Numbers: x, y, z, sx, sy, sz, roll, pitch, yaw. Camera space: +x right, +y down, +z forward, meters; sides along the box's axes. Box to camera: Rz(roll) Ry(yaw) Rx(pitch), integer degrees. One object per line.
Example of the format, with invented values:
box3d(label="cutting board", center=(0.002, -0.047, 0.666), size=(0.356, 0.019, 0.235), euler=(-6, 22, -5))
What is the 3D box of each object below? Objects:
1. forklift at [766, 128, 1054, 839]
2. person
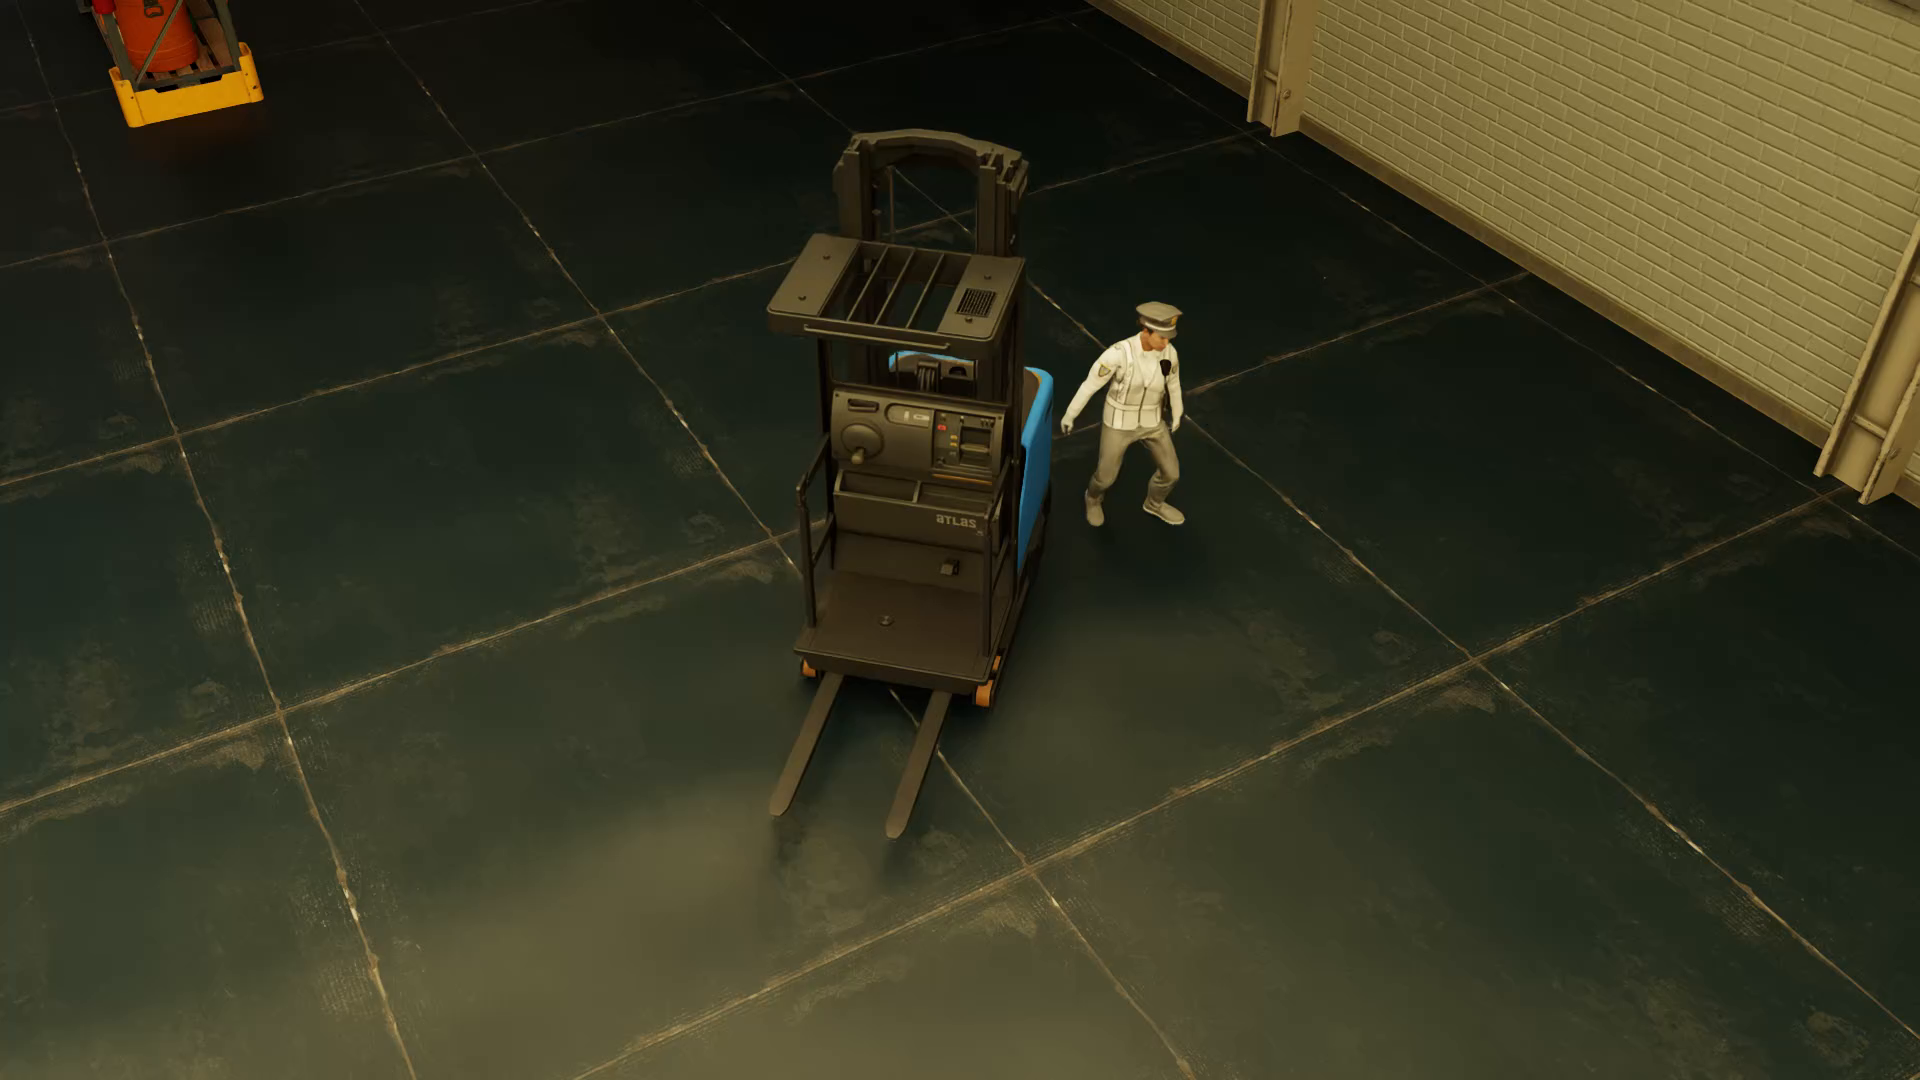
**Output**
box3d(label="forklift", center=(-0.275, -0.473, 8.606), size=(1.130, 2.935, 3.031), euler=(9, 40, 10))
box3d(label="person", center=(1.001, -0.733, 10.003), size=(0.802, 1.644, 0.454), euler=(-7, 40, -9))
